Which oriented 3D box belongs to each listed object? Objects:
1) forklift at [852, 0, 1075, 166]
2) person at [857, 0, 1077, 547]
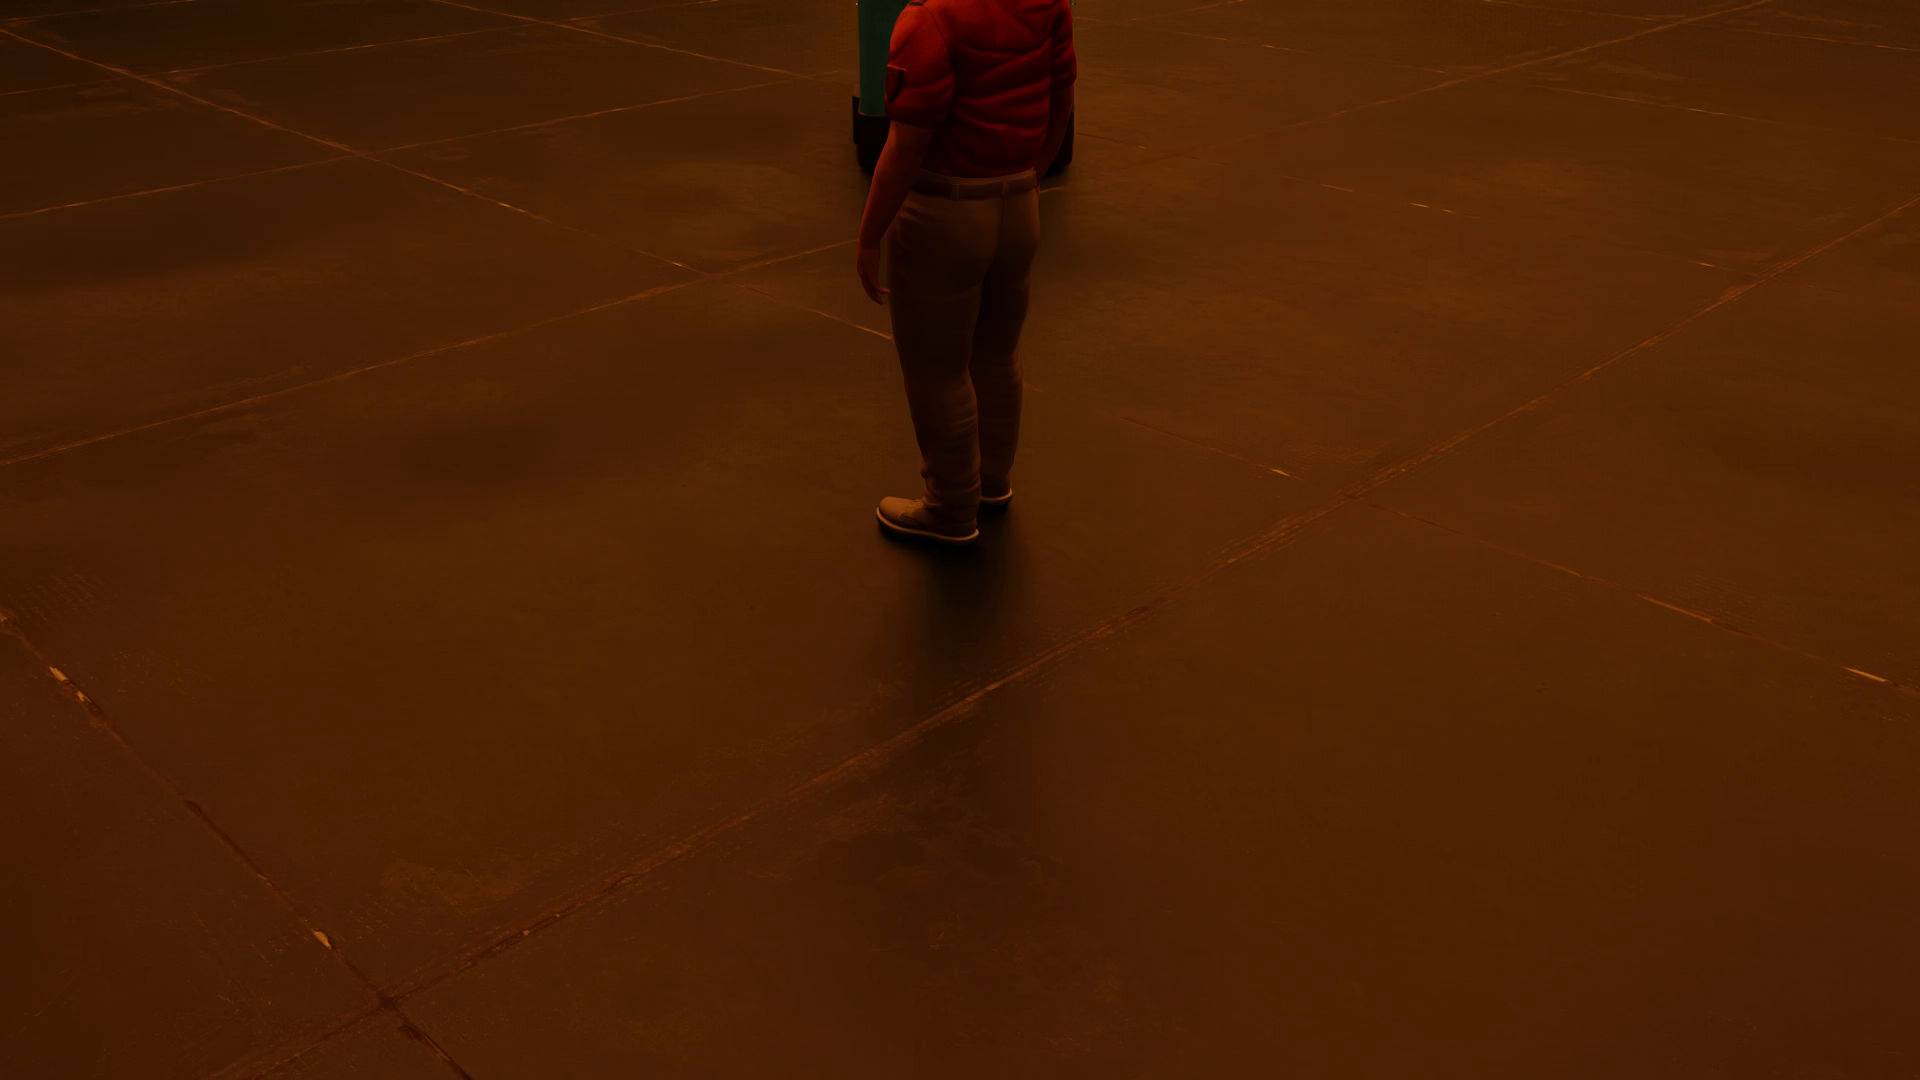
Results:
[{"bbox_3d":[-0.004,-3.743,8.846,1.130,2.935,3.031,-1,26,-1],"label":"forklift"},{"bbox_3d":[-0.054,-0.814,4.224,0.640,1.727,0.551,-24,35,-39],"label":"person"}]
